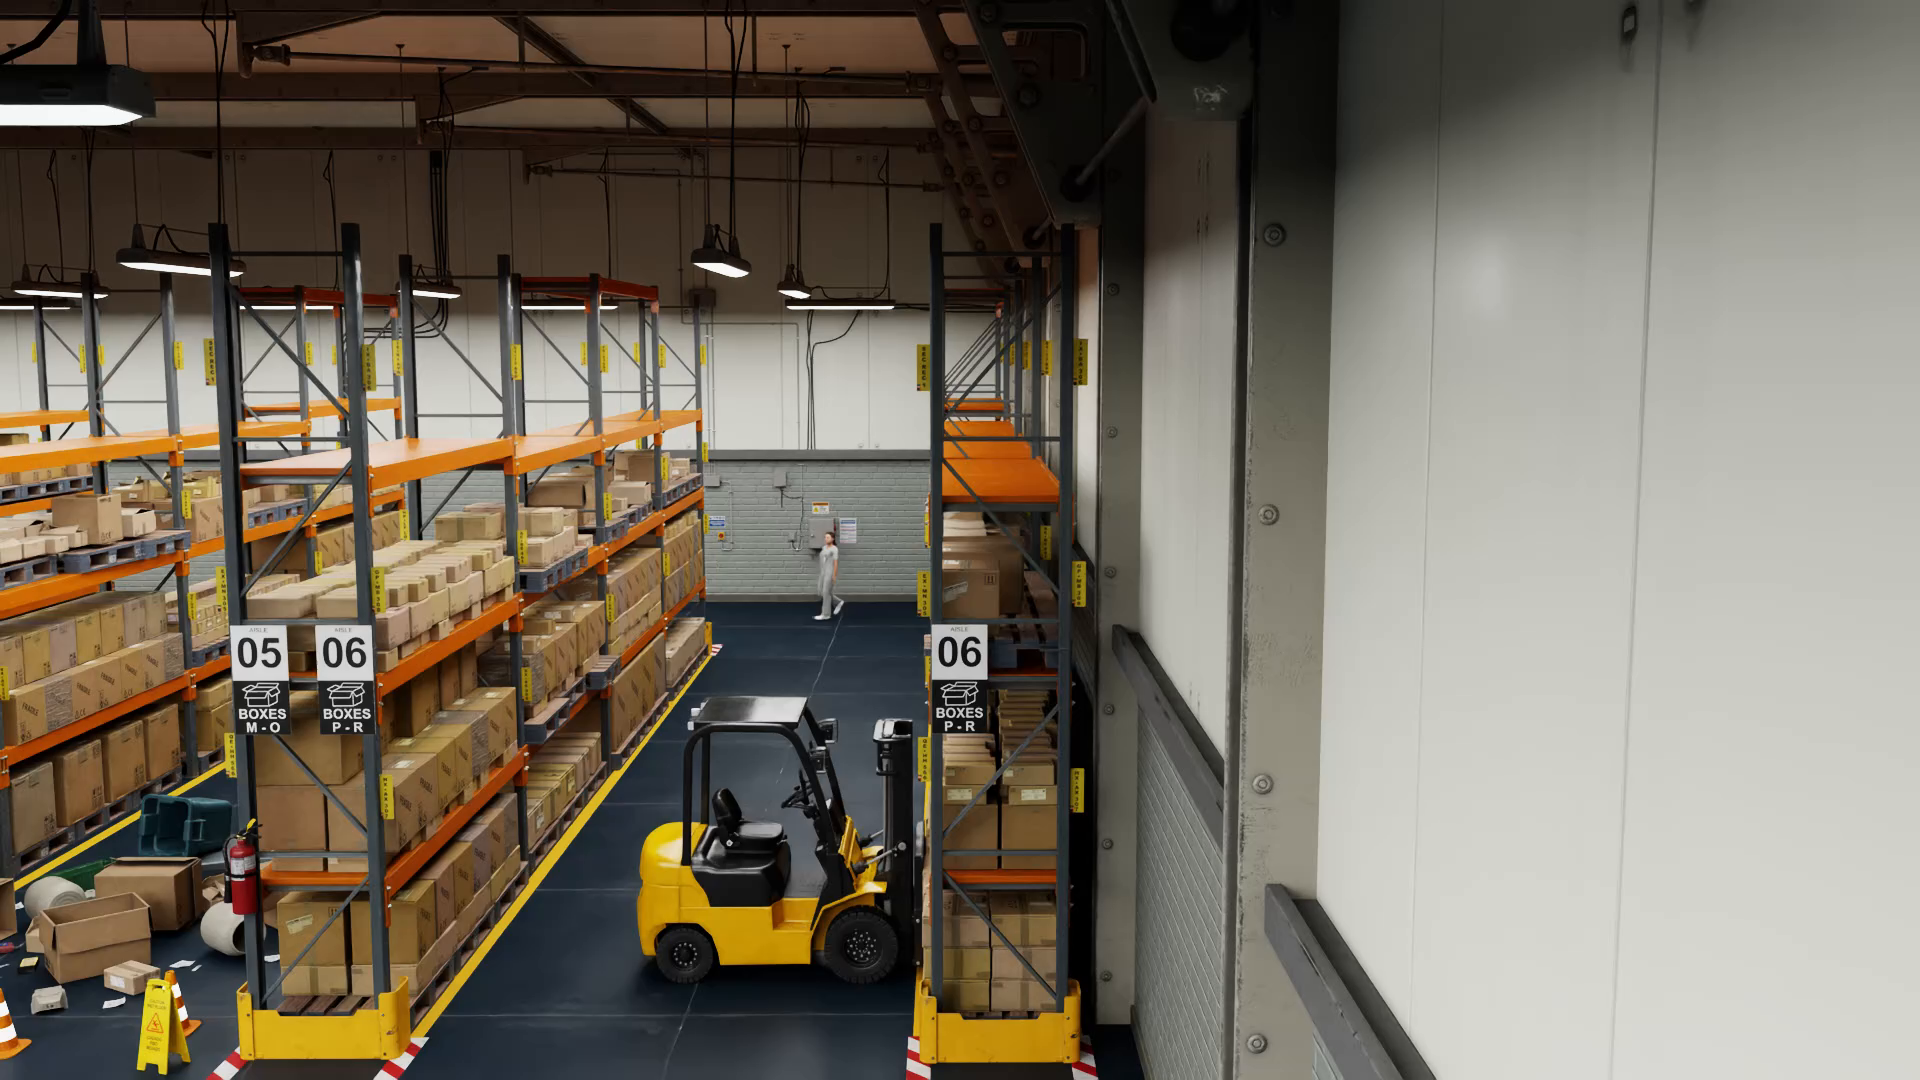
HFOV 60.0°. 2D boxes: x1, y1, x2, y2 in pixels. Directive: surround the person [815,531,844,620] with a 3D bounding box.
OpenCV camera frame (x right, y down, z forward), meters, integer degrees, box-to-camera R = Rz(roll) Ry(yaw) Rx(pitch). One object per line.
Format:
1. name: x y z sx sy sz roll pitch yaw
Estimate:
1. person: -2.469 0.663 31.489 0.644 1.661 0.441 -4 8 -32
